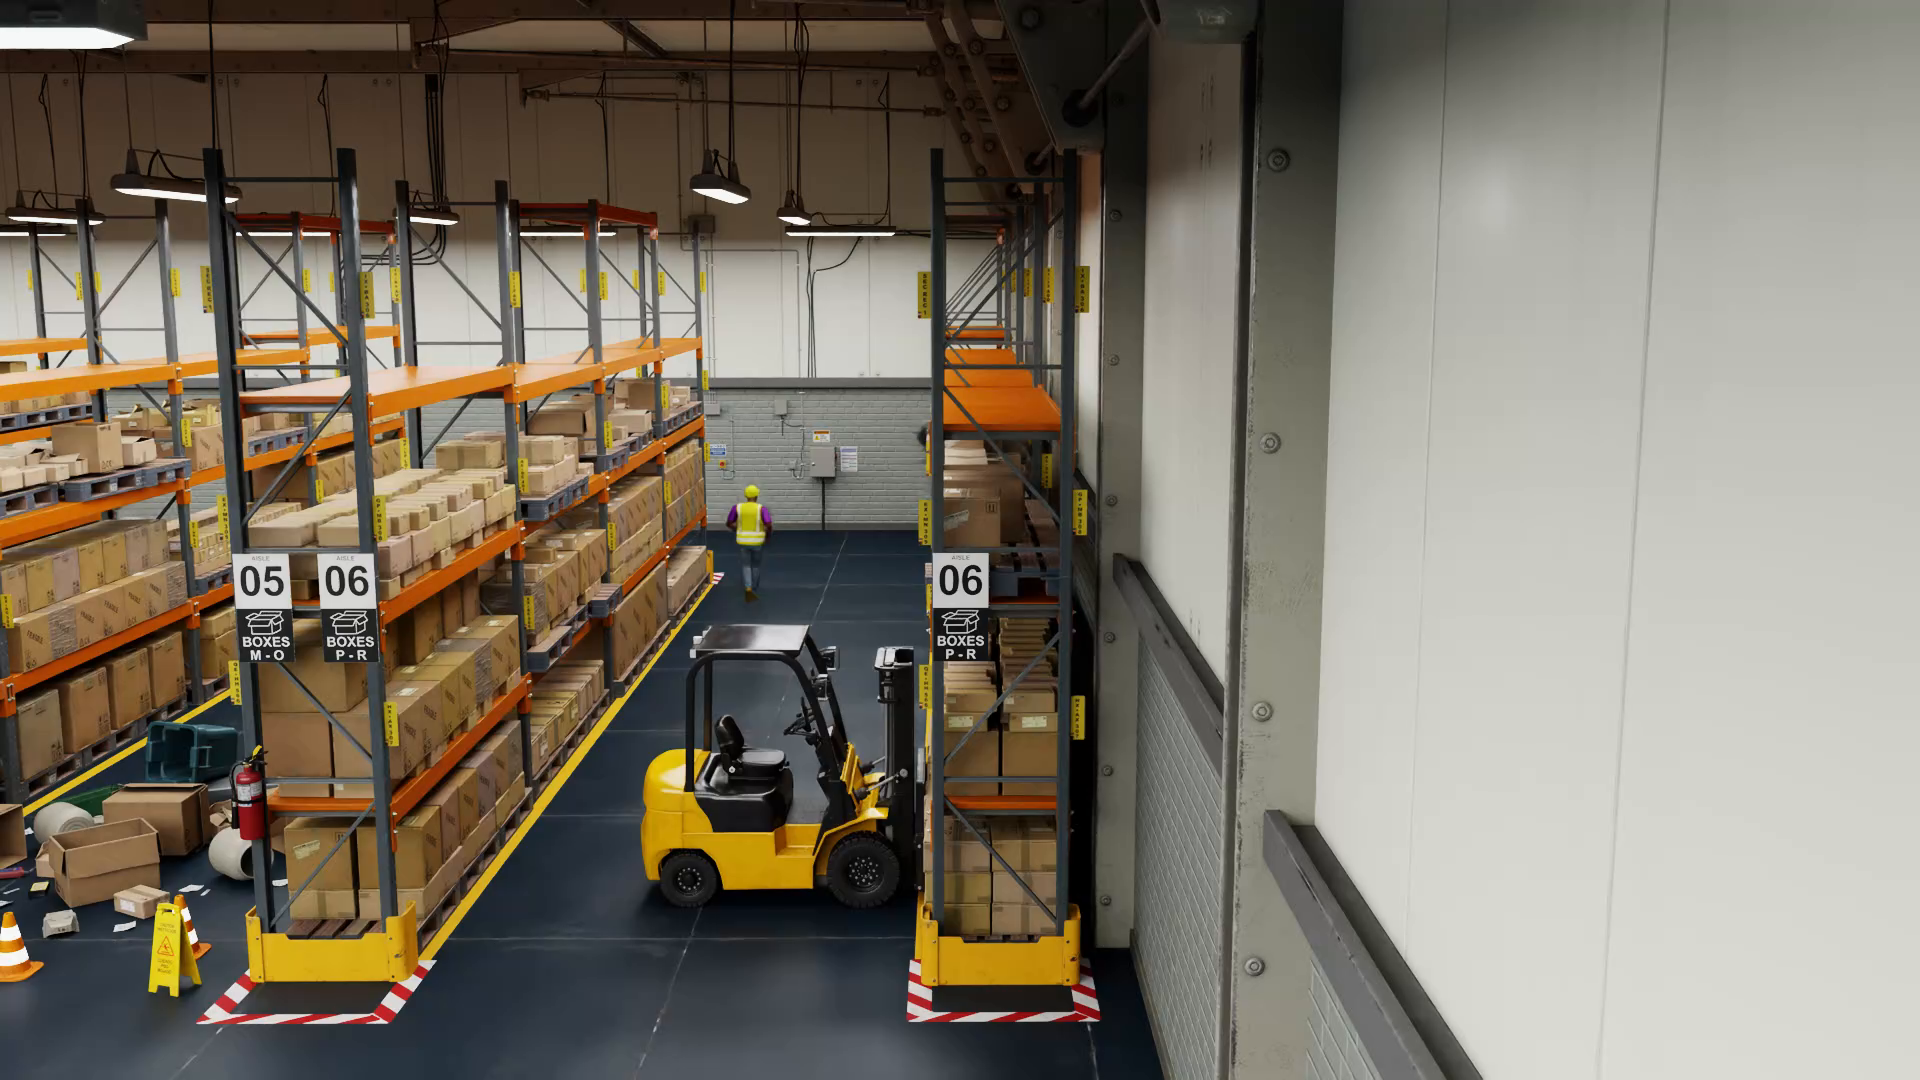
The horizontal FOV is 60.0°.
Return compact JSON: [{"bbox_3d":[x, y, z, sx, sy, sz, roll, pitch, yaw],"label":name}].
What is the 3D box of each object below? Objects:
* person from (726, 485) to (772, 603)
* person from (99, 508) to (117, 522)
[{"bbox_3d":[-3.131,0.054,24.843,0.692,1.765,0.688,0,9,1],"label":"person"},{"bbox_3d":[-12.835,0.308,25.114,0.653,1.726,0.631,-1,9,-7],"label":"person"}]
